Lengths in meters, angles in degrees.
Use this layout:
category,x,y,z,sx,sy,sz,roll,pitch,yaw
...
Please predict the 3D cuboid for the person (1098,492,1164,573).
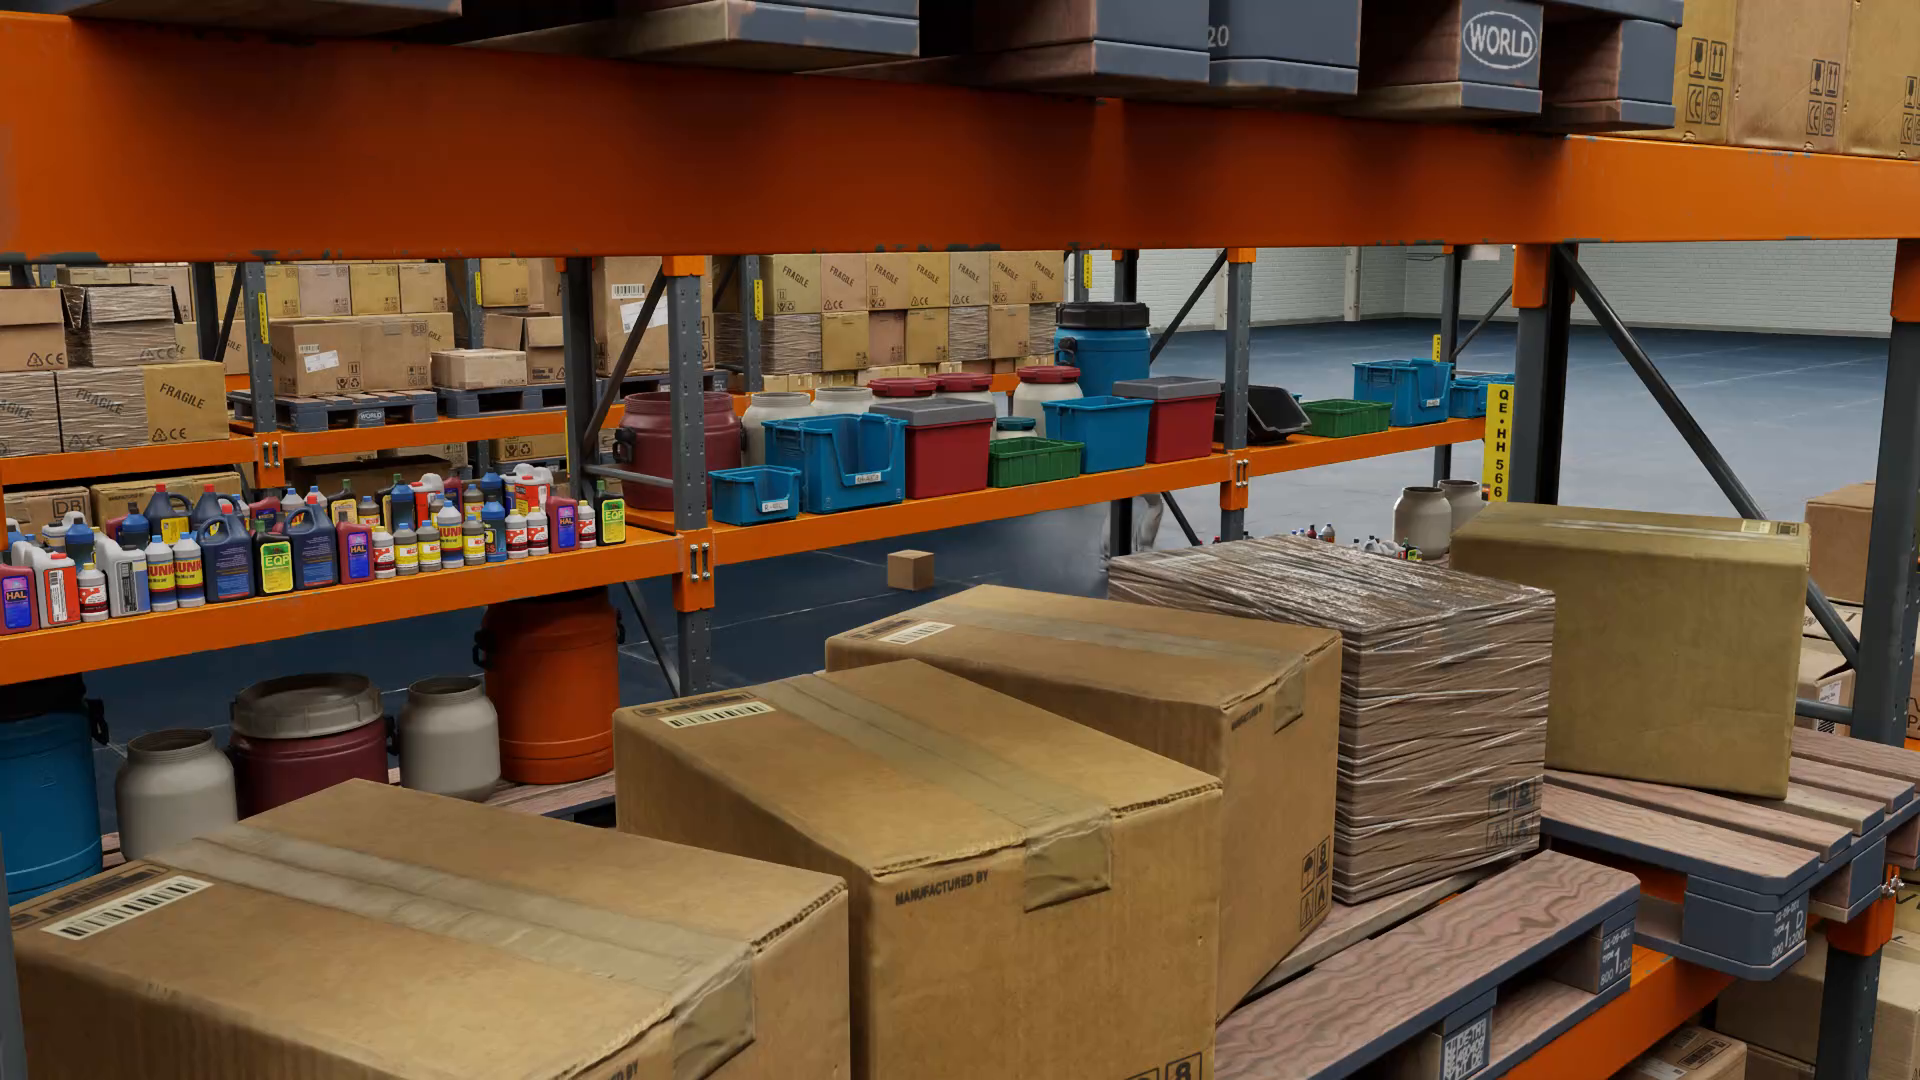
category,x,y,z,sx,sy,sz,roll,pitch,yaw
person,1.297,-0.541,12.789,0.523,1.747,0.527,-10,15,-44
